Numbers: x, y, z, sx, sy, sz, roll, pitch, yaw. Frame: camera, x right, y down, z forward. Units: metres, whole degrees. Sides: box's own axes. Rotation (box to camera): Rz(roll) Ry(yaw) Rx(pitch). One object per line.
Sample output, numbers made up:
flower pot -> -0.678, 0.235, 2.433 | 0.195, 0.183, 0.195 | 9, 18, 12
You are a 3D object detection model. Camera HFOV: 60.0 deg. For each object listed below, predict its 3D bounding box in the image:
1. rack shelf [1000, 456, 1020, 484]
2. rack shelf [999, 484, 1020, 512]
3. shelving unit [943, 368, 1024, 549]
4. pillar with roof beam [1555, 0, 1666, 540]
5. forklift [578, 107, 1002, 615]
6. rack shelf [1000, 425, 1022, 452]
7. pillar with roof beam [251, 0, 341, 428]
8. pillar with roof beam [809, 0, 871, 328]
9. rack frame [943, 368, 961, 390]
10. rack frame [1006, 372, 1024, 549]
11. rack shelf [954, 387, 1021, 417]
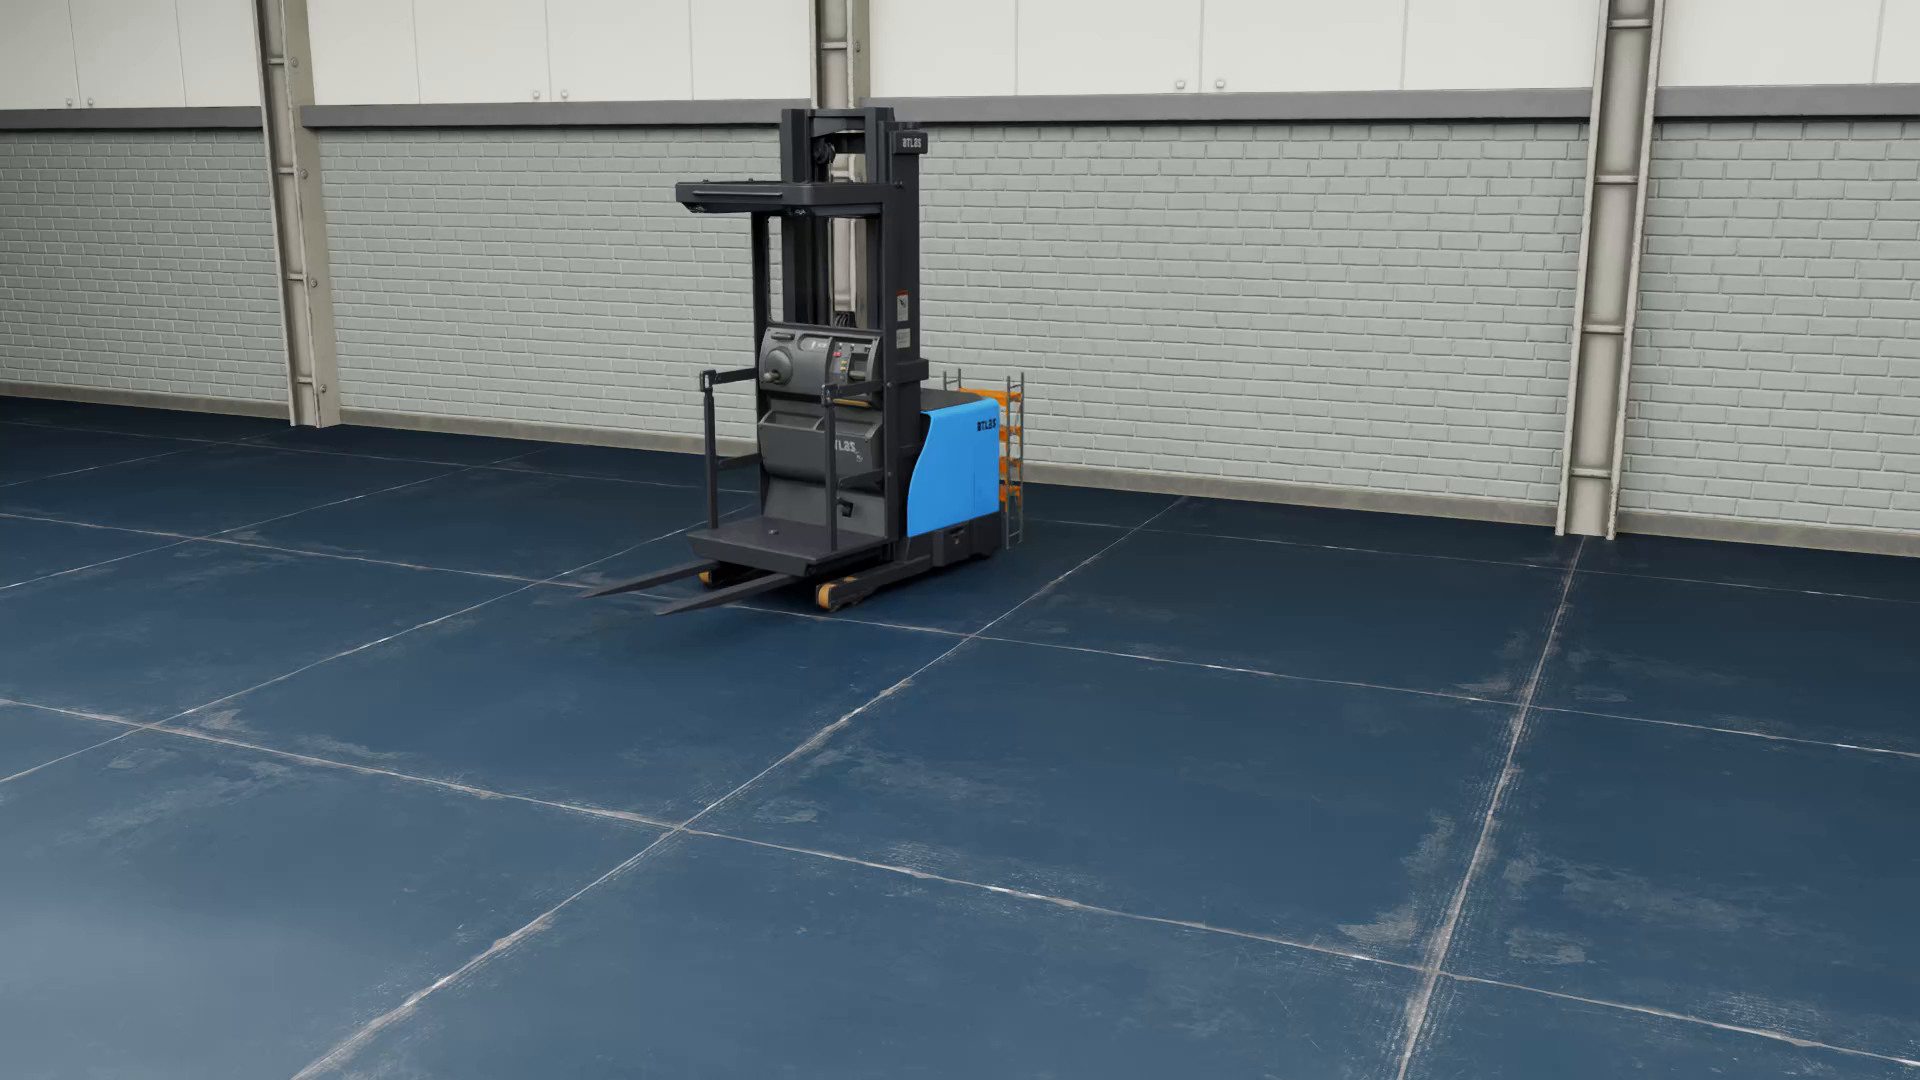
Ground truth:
rack shelf -> 0.163, -0.506, 11.580 | 0.480, 0.148, 0.258 | 7, 15, 27
rack shelf -> 0.163, -0.313, 11.625 | 0.480, 0.148, 0.258 | 7, 15, 27
shelving unit -> 0.163, -0.572, 11.565 | 0.503, 1.200, 0.258 | 7, 15, 27
pillar with roof beam -> 2.765, -3.533, 7.115 | 0.400, 9.000, 9.100 | 6, 14, 23
forklift -> -1.001, -1.128, 10.146 | 1.130, 2.935, 3.031 | 10, 16, 36
rack shelf -> 0.163, -0.724, 11.529 | 0.480, 0.148, 0.258 | 7, 15, 27
pillar with roof beam -> -8.207, -4.644, 11.847 | 0.400, 9.000, 9.100 | 6, 14, 23
pillar with roof beam -> -2.721, -4.089, 9.481 | 0.400, 9.000, 9.100 | 6, 14, 23
rack frame -> -0.054, -0.597, 11.674 | 0.015, 1.200, 0.240 | 7, 15, 27
rack frame -> 0.379, -0.546, 11.455 | 0.015, 1.200, 0.240 | 7, 15, 27
rack shelf -> 0.163, -0.954, 11.475 | 0.480, 0.148, 0.258 | 7, 15, 27
